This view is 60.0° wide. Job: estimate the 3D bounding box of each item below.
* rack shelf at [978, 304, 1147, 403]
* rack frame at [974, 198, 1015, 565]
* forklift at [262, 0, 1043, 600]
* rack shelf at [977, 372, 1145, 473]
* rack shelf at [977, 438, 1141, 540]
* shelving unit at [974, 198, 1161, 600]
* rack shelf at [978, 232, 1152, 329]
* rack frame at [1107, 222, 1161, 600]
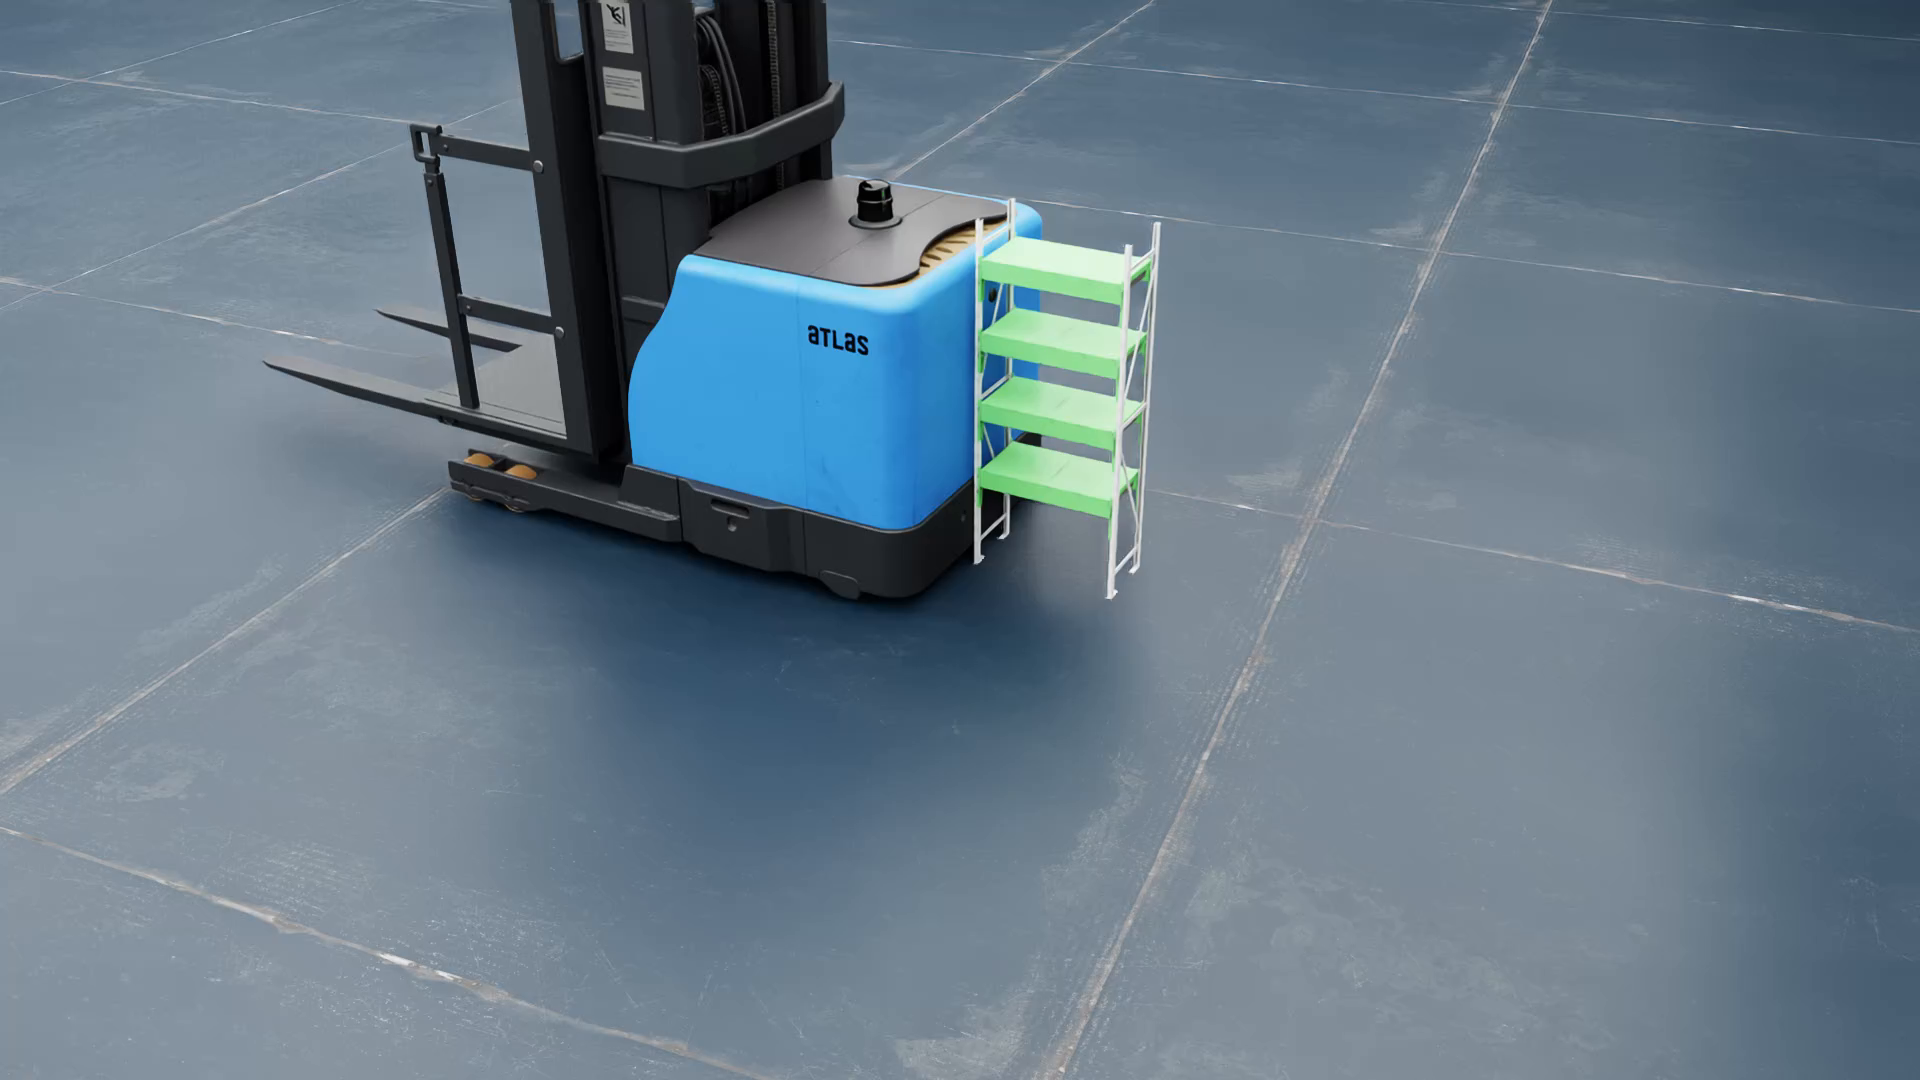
[{"bbox_3d":[0.325,-0.591,5.218,0.480,0.148,0.258,15,33,24],"label":"rack shelf"},{"bbox_3d":[0.110,-0.493,5.403,0.015,1.200,0.240,15,33,24],"label":"rack frame"},{"bbox_3d":[-1.256,-1.586,5.578,3.031,2.935,1.130,15,33,24],"label":"forklift"},{"bbox_3d":[0.325,-0.382,5.336,0.480,0.148,0.258,15,33,24],"label":"rack shelf"},{"bbox_3d":[0.325,-0.173,5.454,0.480,0.148,0.258,15,33,24],"label":"rack shelf"},{"bbox_3d":[0.325,-0.437,5.304,0.503,1.200,0.258,15,33,24],"label":"shelving unit"},{"bbox_3d":[0.325,-0.800,5.100,0.480,0.148,0.258,15,33,24],"label":"rack shelf"},{"bbox_3d":[0.541,-0.381,5.205,0.015,1.200,0.240,15,33,24],"label":"rack frame"}]
